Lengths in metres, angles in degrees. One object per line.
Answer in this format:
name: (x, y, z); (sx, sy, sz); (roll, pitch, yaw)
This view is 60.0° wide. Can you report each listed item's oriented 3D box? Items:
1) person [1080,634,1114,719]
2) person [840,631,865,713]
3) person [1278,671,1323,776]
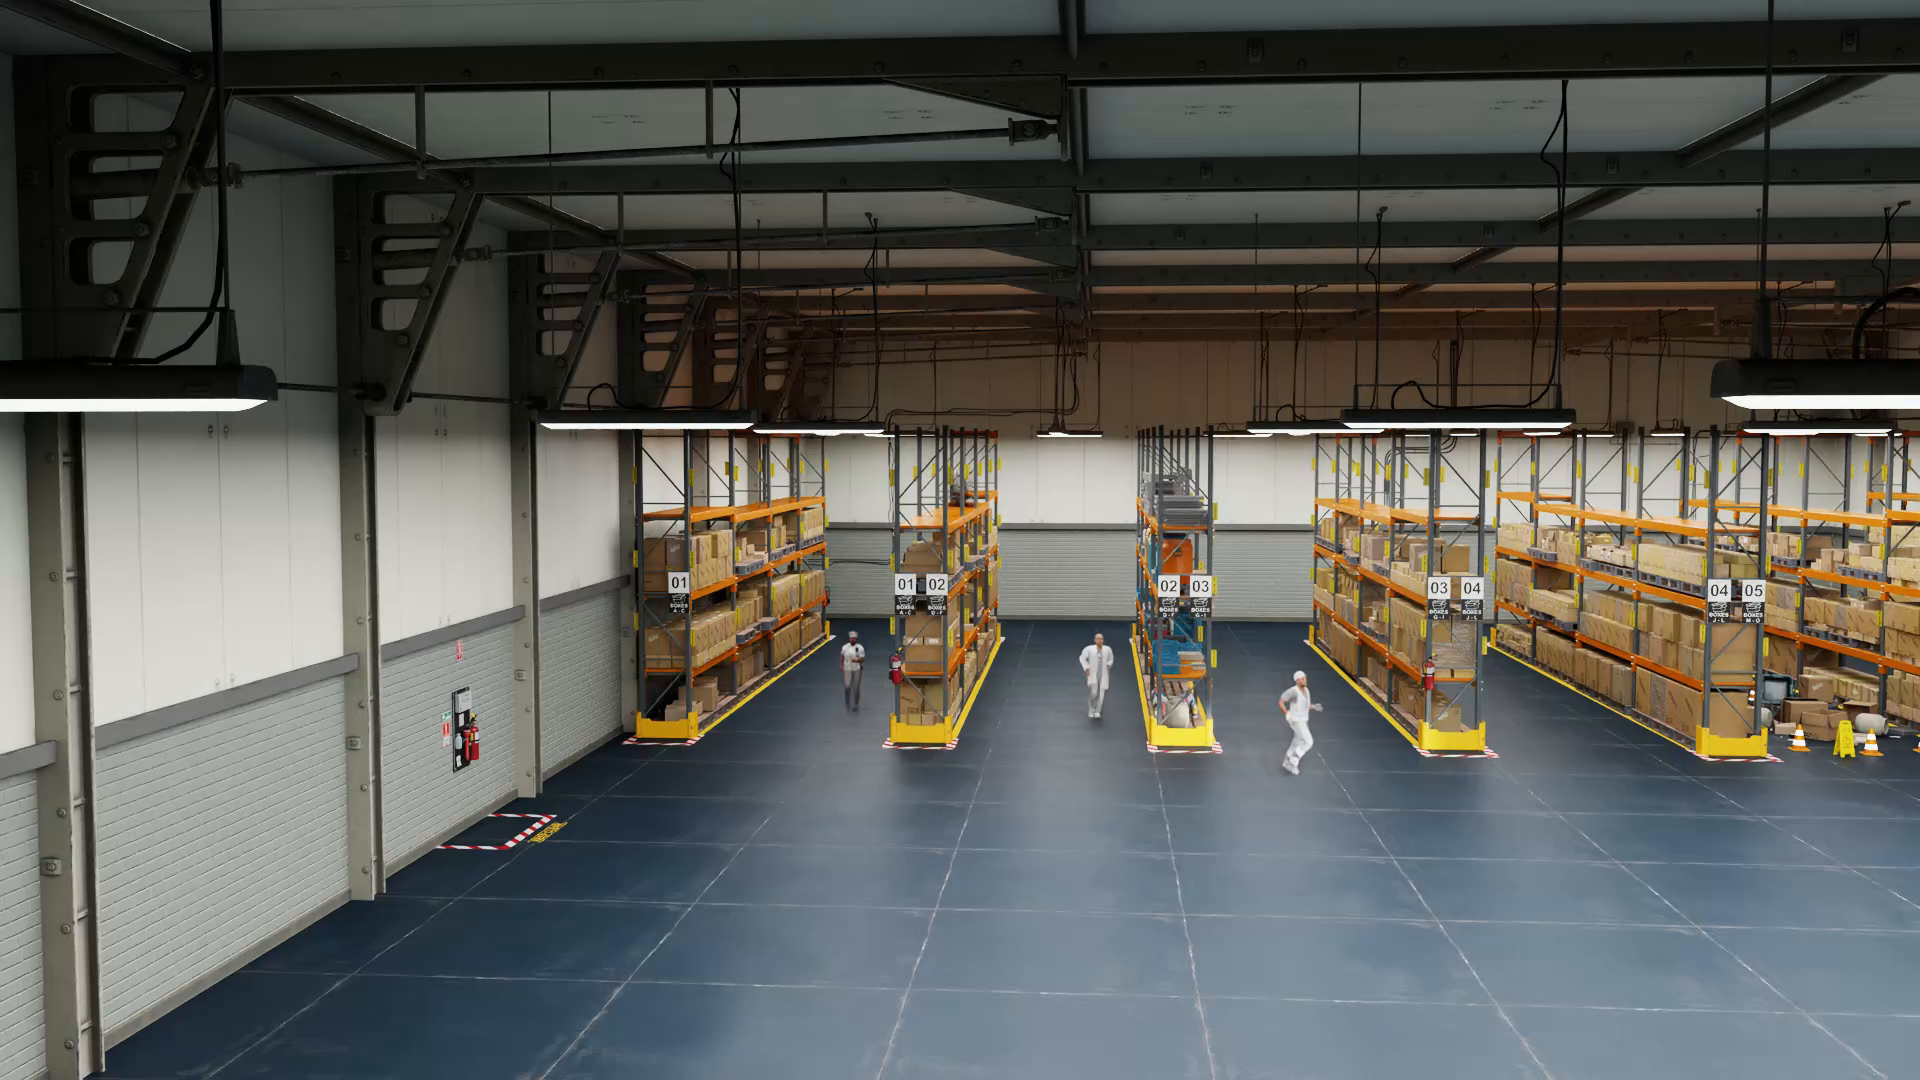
person: (2.831, 2.796, 34.052); (0.680, 1.750, 0.696); (0, 3, -7)
person: (-2.269, 2.779, 35.002); (0.542, 1.733, 0.714); (0, 3, -1)
person: (5.841, 3.129, 28.440); (0.678, 1.781, 0.617); (3, 4, 38)
